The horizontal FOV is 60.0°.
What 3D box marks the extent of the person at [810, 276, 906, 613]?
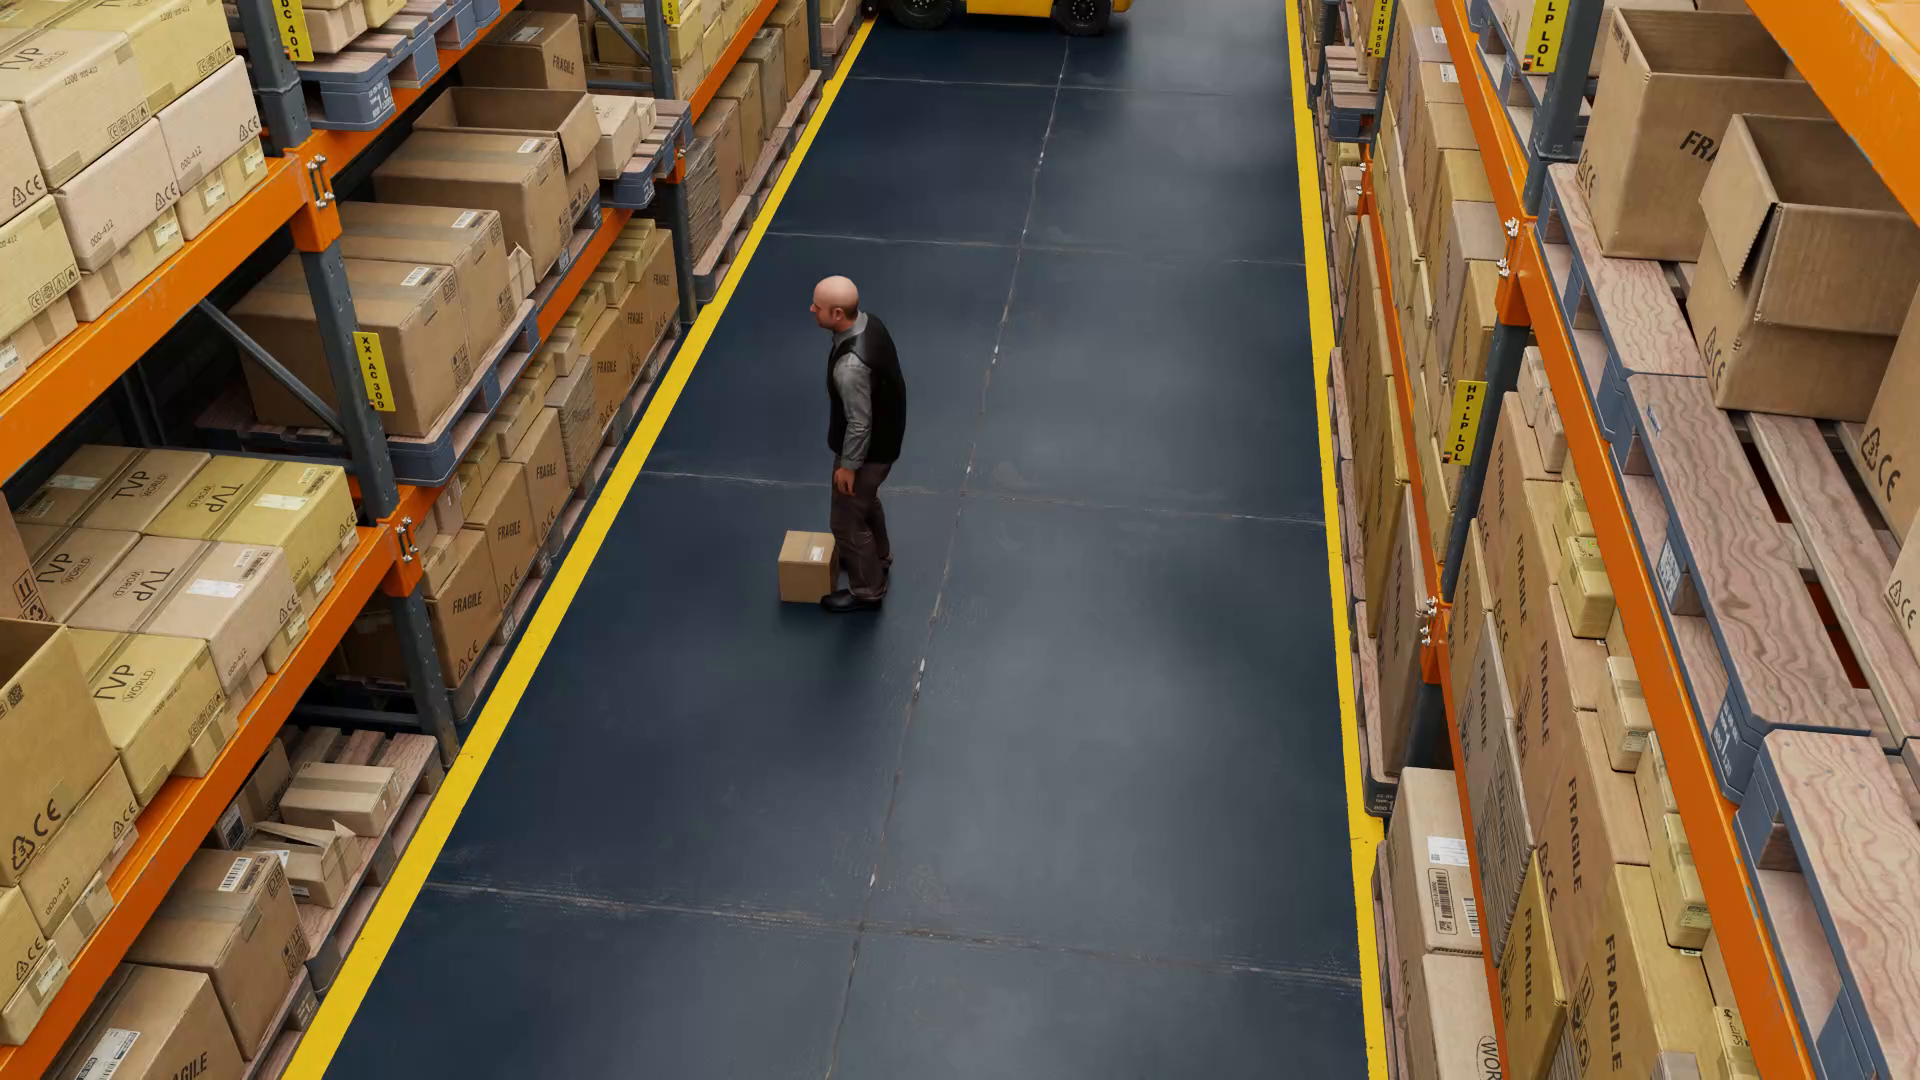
[{"bbox_3d":[-0.456,-0.442,7.673,0.426,1.720,0.585,2,36,3],"label":"person"}]
